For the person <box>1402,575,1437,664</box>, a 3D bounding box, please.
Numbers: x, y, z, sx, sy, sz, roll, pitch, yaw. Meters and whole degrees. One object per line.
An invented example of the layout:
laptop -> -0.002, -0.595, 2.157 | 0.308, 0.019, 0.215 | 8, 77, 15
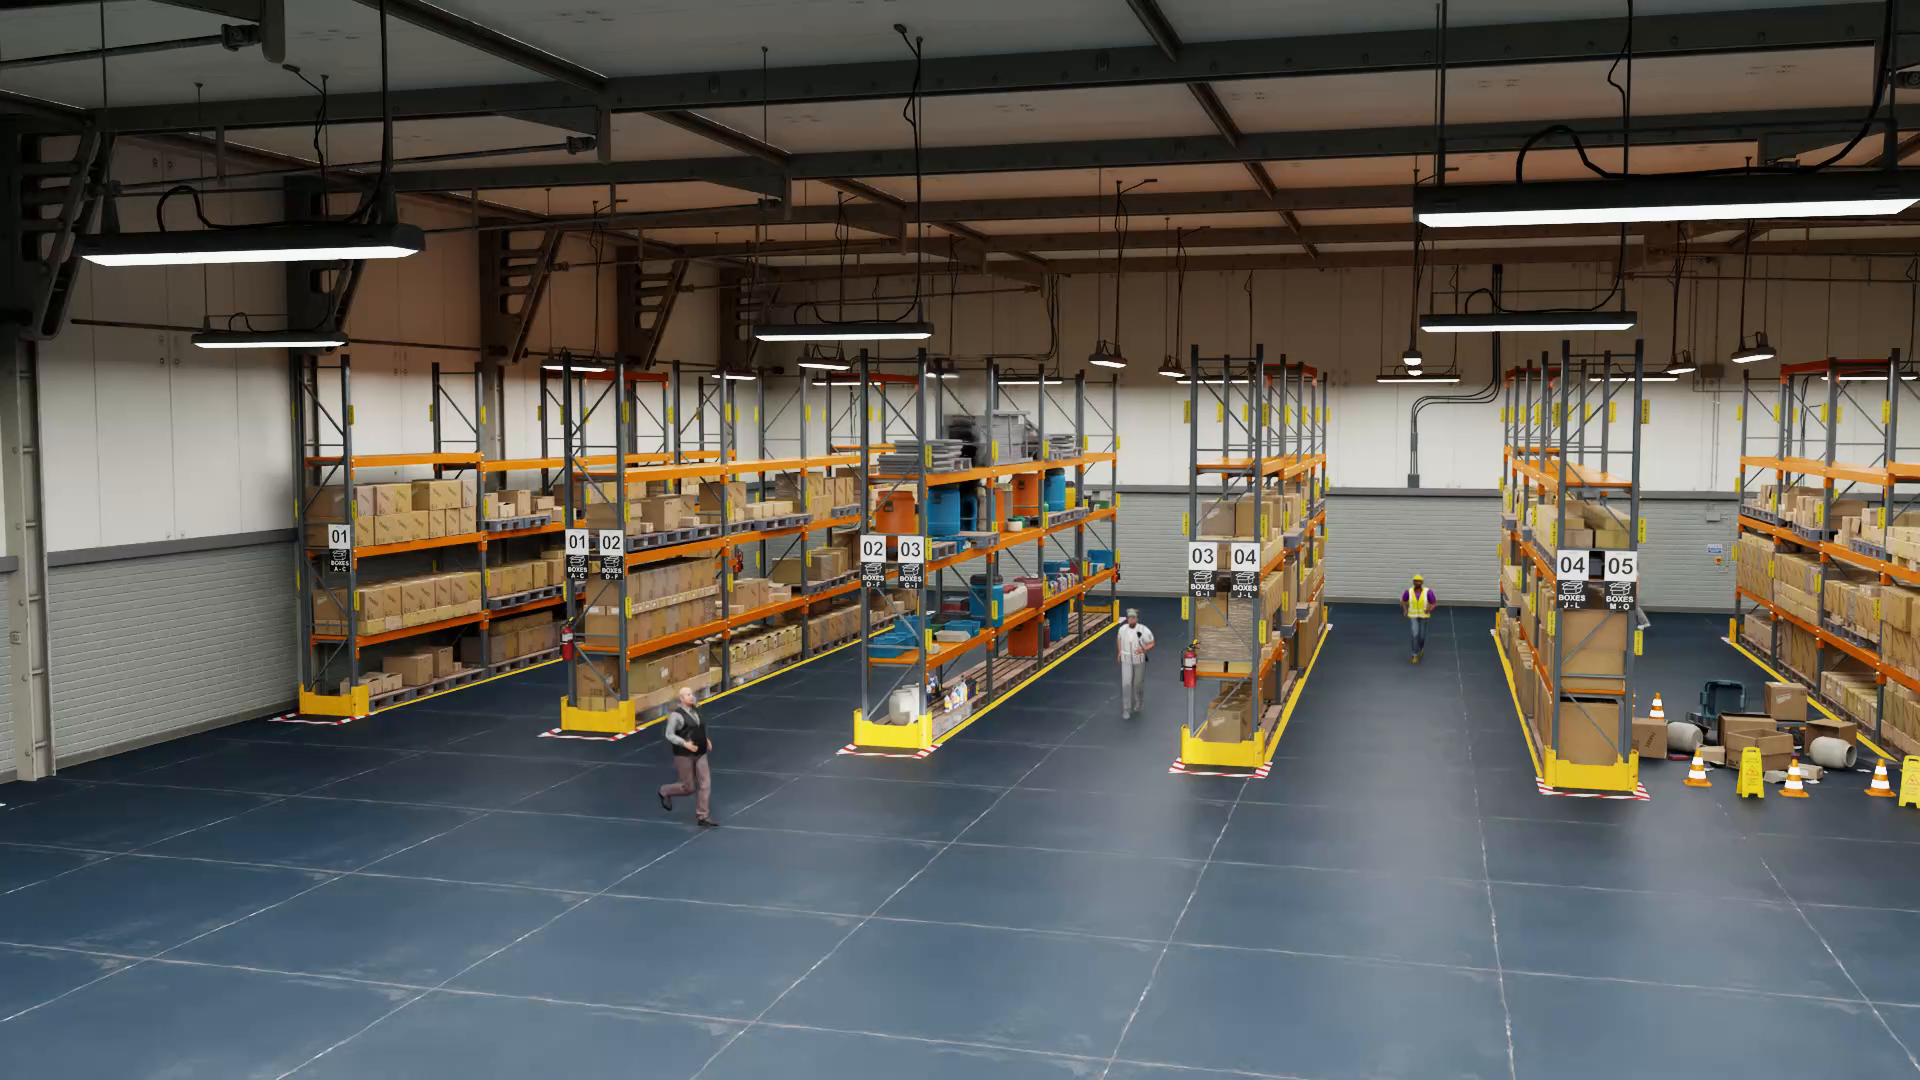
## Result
person -> 9.315, 1.584, 33.753 | 0.685, 1.783, 0.849 | 1, 4, 15

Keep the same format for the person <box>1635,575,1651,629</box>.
person -> 15.515, 1.288, 38.452 | 0.874, 1.693, 0.570 | 2, 5, 26

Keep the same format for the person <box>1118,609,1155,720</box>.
person -> 2.925, 2.042, 27.702 | 0.653, 1.842, 0.810 | 1, 4, 15

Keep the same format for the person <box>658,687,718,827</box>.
person -> -3.300, 2.640, 20.351 | 0.896, 1.691, 0.677 | 3, 5, 37
